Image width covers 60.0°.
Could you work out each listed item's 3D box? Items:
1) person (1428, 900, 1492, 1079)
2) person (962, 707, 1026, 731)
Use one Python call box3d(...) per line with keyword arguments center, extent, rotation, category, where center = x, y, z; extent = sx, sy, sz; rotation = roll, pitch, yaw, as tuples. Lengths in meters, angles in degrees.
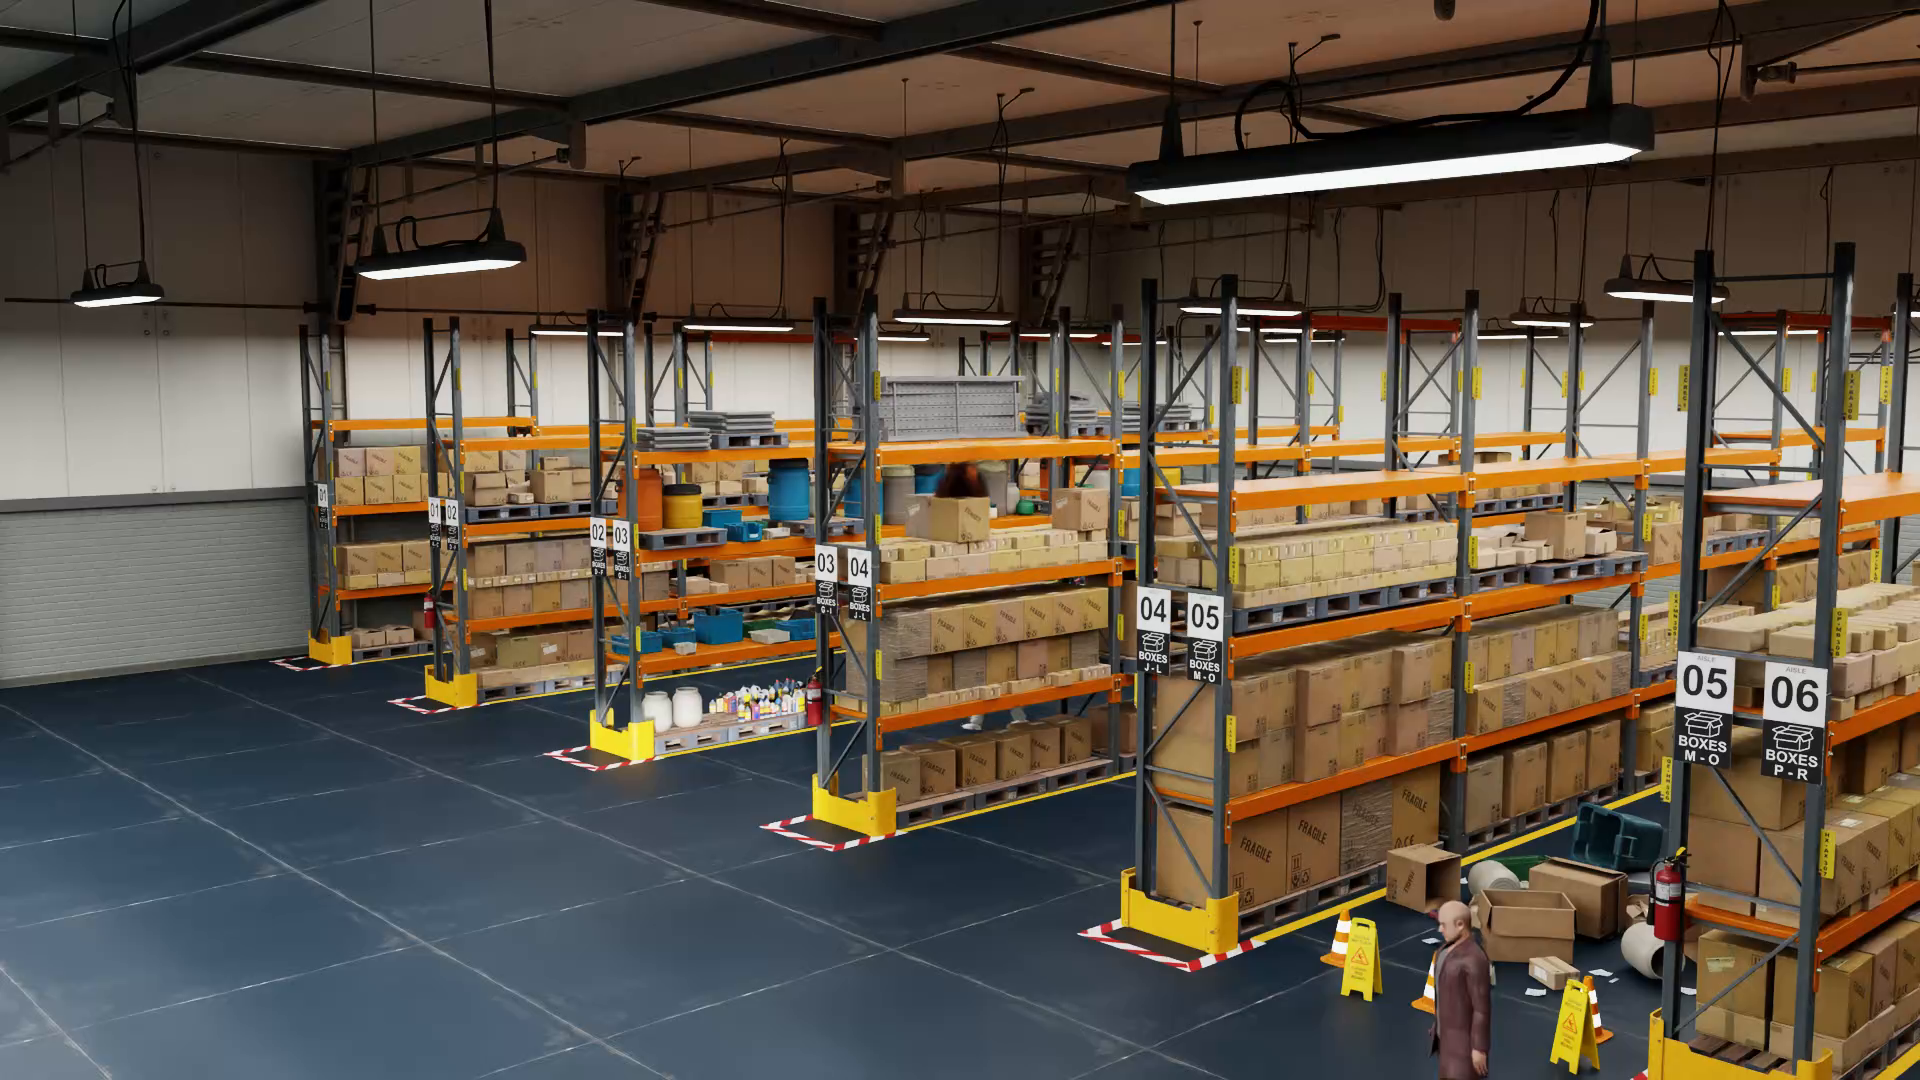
box3d(center=(3.180, 3.230, 10.708), extent=(0.402, 1.722, 0.670), rotation=(0, 6, 2), category="person")
box3d(center=(0.517, 1.933, 23.964), extent=(1.012, 1.612, 0.570), rotation=(-4, 7, -33), category="person")
